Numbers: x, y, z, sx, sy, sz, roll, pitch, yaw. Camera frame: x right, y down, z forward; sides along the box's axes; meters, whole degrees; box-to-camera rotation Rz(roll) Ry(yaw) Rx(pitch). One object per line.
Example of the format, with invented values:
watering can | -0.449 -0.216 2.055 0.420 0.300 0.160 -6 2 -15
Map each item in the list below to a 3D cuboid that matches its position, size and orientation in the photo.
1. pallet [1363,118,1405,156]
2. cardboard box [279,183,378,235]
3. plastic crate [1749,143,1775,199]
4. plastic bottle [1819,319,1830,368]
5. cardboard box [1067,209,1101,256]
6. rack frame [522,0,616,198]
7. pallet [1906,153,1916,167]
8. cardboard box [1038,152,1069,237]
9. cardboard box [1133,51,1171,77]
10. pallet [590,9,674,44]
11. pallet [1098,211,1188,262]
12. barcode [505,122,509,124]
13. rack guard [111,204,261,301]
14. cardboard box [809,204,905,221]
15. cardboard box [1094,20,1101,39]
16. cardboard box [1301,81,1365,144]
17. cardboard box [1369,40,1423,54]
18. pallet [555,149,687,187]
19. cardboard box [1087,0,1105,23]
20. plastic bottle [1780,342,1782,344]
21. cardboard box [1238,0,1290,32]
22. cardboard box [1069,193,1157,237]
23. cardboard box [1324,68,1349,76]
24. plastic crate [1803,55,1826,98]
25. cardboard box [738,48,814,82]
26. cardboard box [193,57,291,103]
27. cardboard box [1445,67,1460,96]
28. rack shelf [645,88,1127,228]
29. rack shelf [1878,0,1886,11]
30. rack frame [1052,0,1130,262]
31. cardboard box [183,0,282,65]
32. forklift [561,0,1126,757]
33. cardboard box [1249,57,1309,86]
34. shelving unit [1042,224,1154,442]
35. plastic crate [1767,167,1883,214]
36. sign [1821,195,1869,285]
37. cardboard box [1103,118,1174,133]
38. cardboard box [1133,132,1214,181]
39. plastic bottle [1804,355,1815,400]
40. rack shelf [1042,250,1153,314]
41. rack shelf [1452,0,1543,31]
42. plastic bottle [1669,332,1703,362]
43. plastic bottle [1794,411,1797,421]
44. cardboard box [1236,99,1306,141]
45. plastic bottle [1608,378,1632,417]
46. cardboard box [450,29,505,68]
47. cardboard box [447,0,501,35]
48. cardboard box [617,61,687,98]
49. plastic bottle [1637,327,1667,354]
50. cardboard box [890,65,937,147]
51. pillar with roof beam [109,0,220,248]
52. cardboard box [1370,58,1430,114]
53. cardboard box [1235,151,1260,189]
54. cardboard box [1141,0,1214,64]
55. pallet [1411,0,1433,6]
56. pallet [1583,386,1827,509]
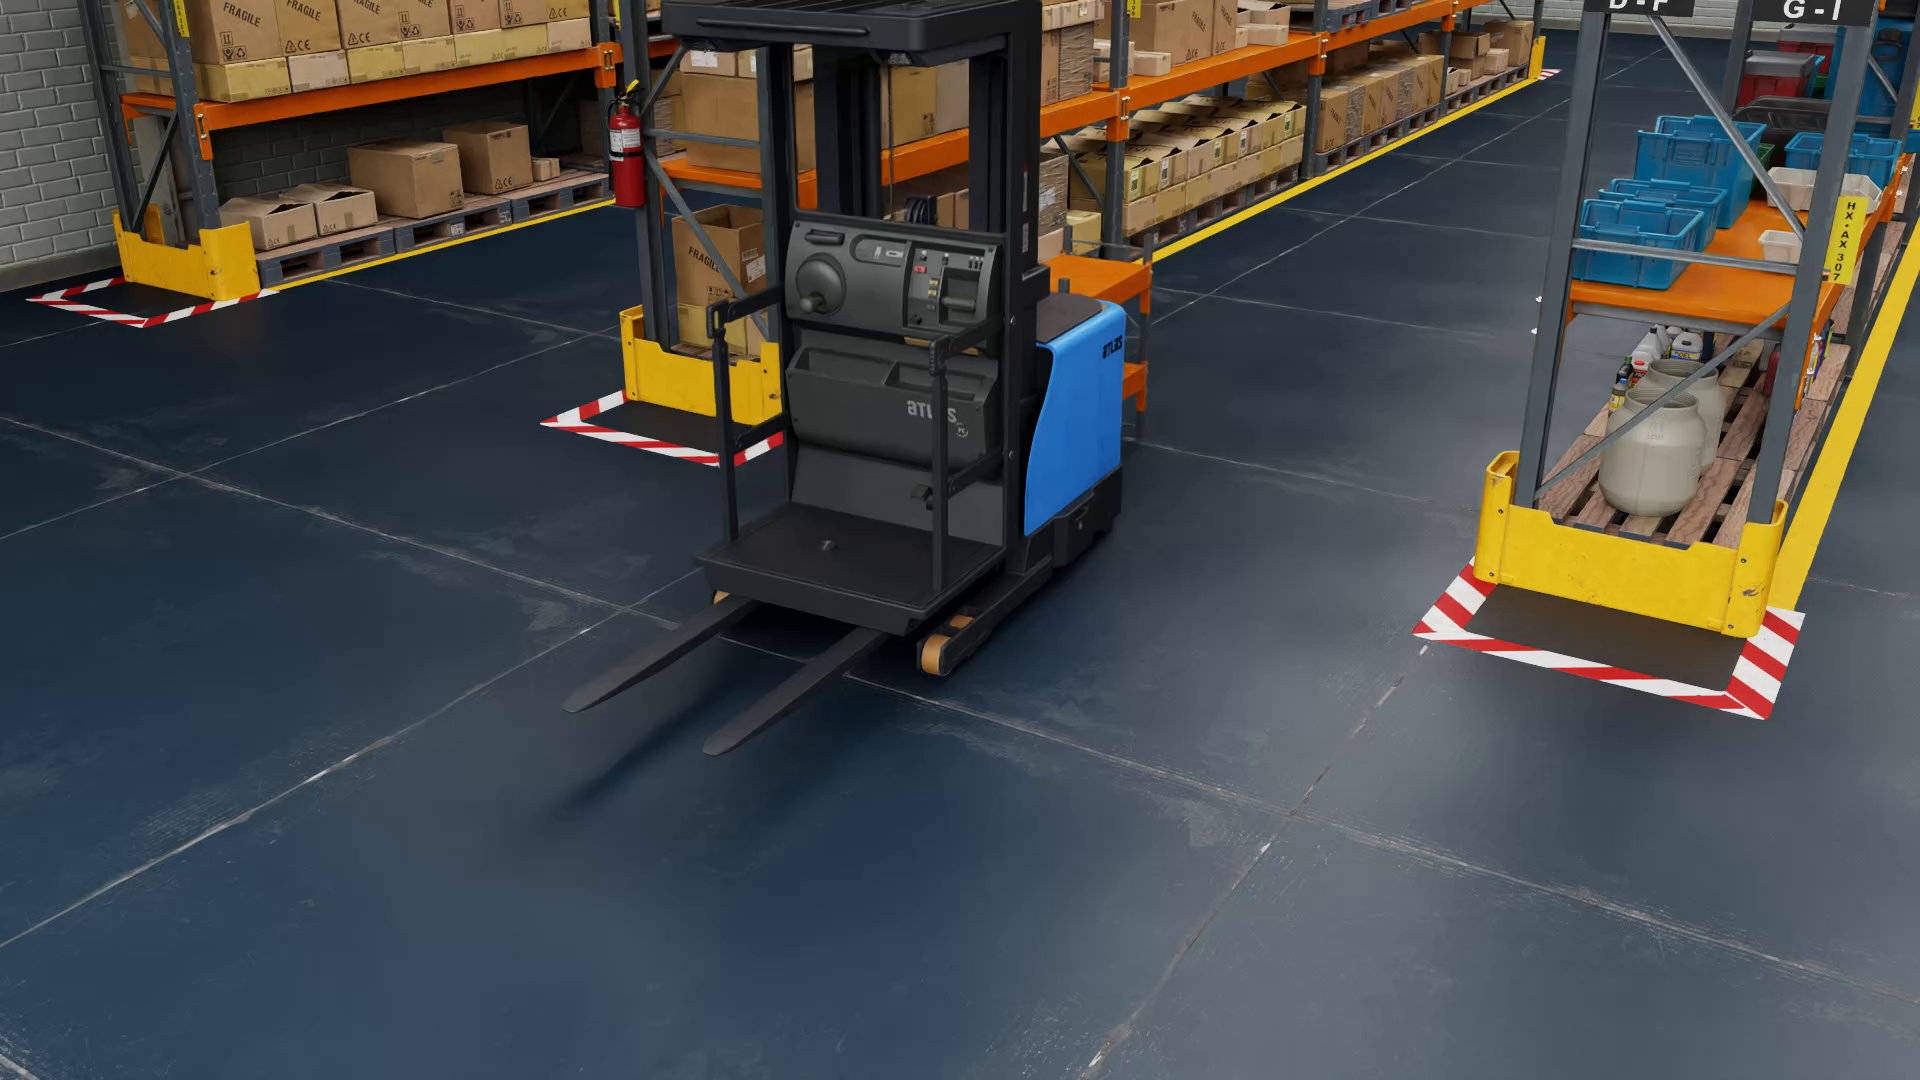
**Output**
pallet | 3.925 -4.223 17.240 1.003 0.211 1.213 14 27 29
cardboard box | -4.834 -2.561 12.720 0.500 0.311 0.500 16 28 33
plastic crate | 3.995 -1.963 8.776 0.450 0.188 0.662 14 27 29
plastic bottle | 4.856 -1.168 9.453 0.144 0.351 0.185 13 27 28
cardboard box | 0.685 -2.227 12.052 0.500 0.250 0.500 14 27 29
rack frame | -3.466 -4.536 14.452 1.000 3.000 0.127 14 27 29
pallet | 8.728 -3.628 15.866 1.003 0.211 1.213 14 27 29
cardboard box | 0.412 -2.405 11.519 0.500 0.500 0.500 14 27 29
cardboard box | 1.386 -3.640 12.698 0.380 0.149 0.250 14 27 29
pallet | -2.939 -4.675 15.015 1.003 0.211 1.213 14 27 29
pallet | 1.100 -2.476 13.204 1.003 0.211 1.213 14 27 29
barcode | -3.955 -3.605 14.493 0.001 0.075 0.075 14 27 29
rack guard | -5.536 -2.064 11.889 1.175 0.500 0.348 14 27 29
cardboard box | -0.632 -1.727 9.953 0.500 0.500 0.500 14 27 29
cardboard box | 1.503 -6.681 22.026 0.700 0.500 0.500 14 27 28
cardboard box | 3.609 -4.175 16.212 0.500 0.500 0.500 13 27 27
cardboard box | 5.024 -5.506 19.285 0.500 0.500 0.500 14 27 29
pallet | -3.057 -3.519 15.613 1.003 0.211 1.213 14 27 29
cardboard box | 0.783 -3.706 11.592 0.380 0.149 0.250 14 27 29
plastic bottle | 4.484 -0.976 9.095 0.061 0.283 0.133 14 27 29
cardboard box | 2.625 -4.694 14.931 0.500 0.311 0.500 16 28 32
cardboard box | 1.168 -2.514 12.714 0.500 0.250 0.500 13 27 28
cardboard box | 3.693 -4.622 17.243 0.500 0.500 0.500 13 26 27
plastic crate | 5.268 -2.890 10.670 0.392 0.384 0.575 14 27 29
cardboard box | -0.976 -2.580 8.991 0.380 0.149 0.250 14 27 29
cardboard box | -5.049 -3.224 11.586 0.500 0.250 0.500 13 27 27
cardboard box | 5.370 -5.263 18.963 0.500 0.311 0.500 14 27 29
rack shelf | -0.311 -2.494 10.640 1.077 0.370 4.000 14 27 29
rack shelf | 3.896 -2.831 7.644 1.077 0.370 4.000 14 27 29
rack frame | 0.744 -3.499 12.057 1.000 3.000 0.127 14 27 29
cardboard box | -5.069 -3.568 11.437 0.500 0.500 0.500 14 27 29
forklift | -0.382 -1.015 6.404 1.130 2.935 3.031 12 26 26
cardboard box | 3.174 -4.633 16.324 0.500 0.250 0.500 15 28 31
shelving unit | 0.526 -0.918 8.455 0.538 1.125 1.048 12 26 26
plastic crate | 4.309 -1.738 8.320 0.530 0.136 0.437 14 27 29
sign | 3.306 -1.120 6.213 0.100 0.325 0.005 14 27 29
cardboard box | 1.517 -3.398 14.049 0.500 0.311 0.500 13 27 28
cardboard box | 1.715 -3.117 13.402 0.500 0.311 0.500 13 27 27
plastic bottle | 4.495 -0.906 8.942 0.152 0.276 0.135 14 27 30
rack shelf | 0.526 -1.187 8.339 0.538 0.278 1.000 12 26 26
rack shelf | 6.019 -6.544 19.996 1.077 0.370 4.000 14 27 29
plastic bottle | 3.988 -0.996 9.151 0.152 0.276 0.135 14 27 29
plastic bottle | 4.295 -0.755 8.600 0.097 0.271 0.097 0 23 0
cardboard box | 2.787 -3.809 14.999 0.500 0.311 0.500 15 27 30
plastic bottle | 3.437 -0.739 8.650 0.097 0.201 0.097 0 23 0
cardboard box | -3.980 -3.913 13.178 0.500 0.250 0.500 14 27 29
cardboard box | -3.986 -4.259 13.031 0.500 0.500 0.500 13 27 27
cardboard box | -2.862 -4.336 15.639 0.500 0.250 0.500 13 27 28
plastic bottle | 3.750 -0.990 9.043 0.144 0.351 0.185 15 28 31
cardboard box | -0.569 -2.694 10.072 0.700 0.500 0.500 14 27 29
pillar with roof beam | -2.284 -5.454 9.022 9.100 9.000 0.400 14 27 29
cardboard box | 4.680 -4.862 17.798 0.500 0.500 0.500 14 27 29
cardboard box | 2.247 -3.207 14.316 0.500 0.250 0.500 15 27 30
cardboard box | 1.705 -4.147 13.429 0.500 0.500 0.500 14 27 29
pallet | 4.450 -5.864 17.762 1.003 0.211 1.213 14 27 29
pallet | 3.918 -0.549 8.752 1.003 0.211 1.213 14 27 29
